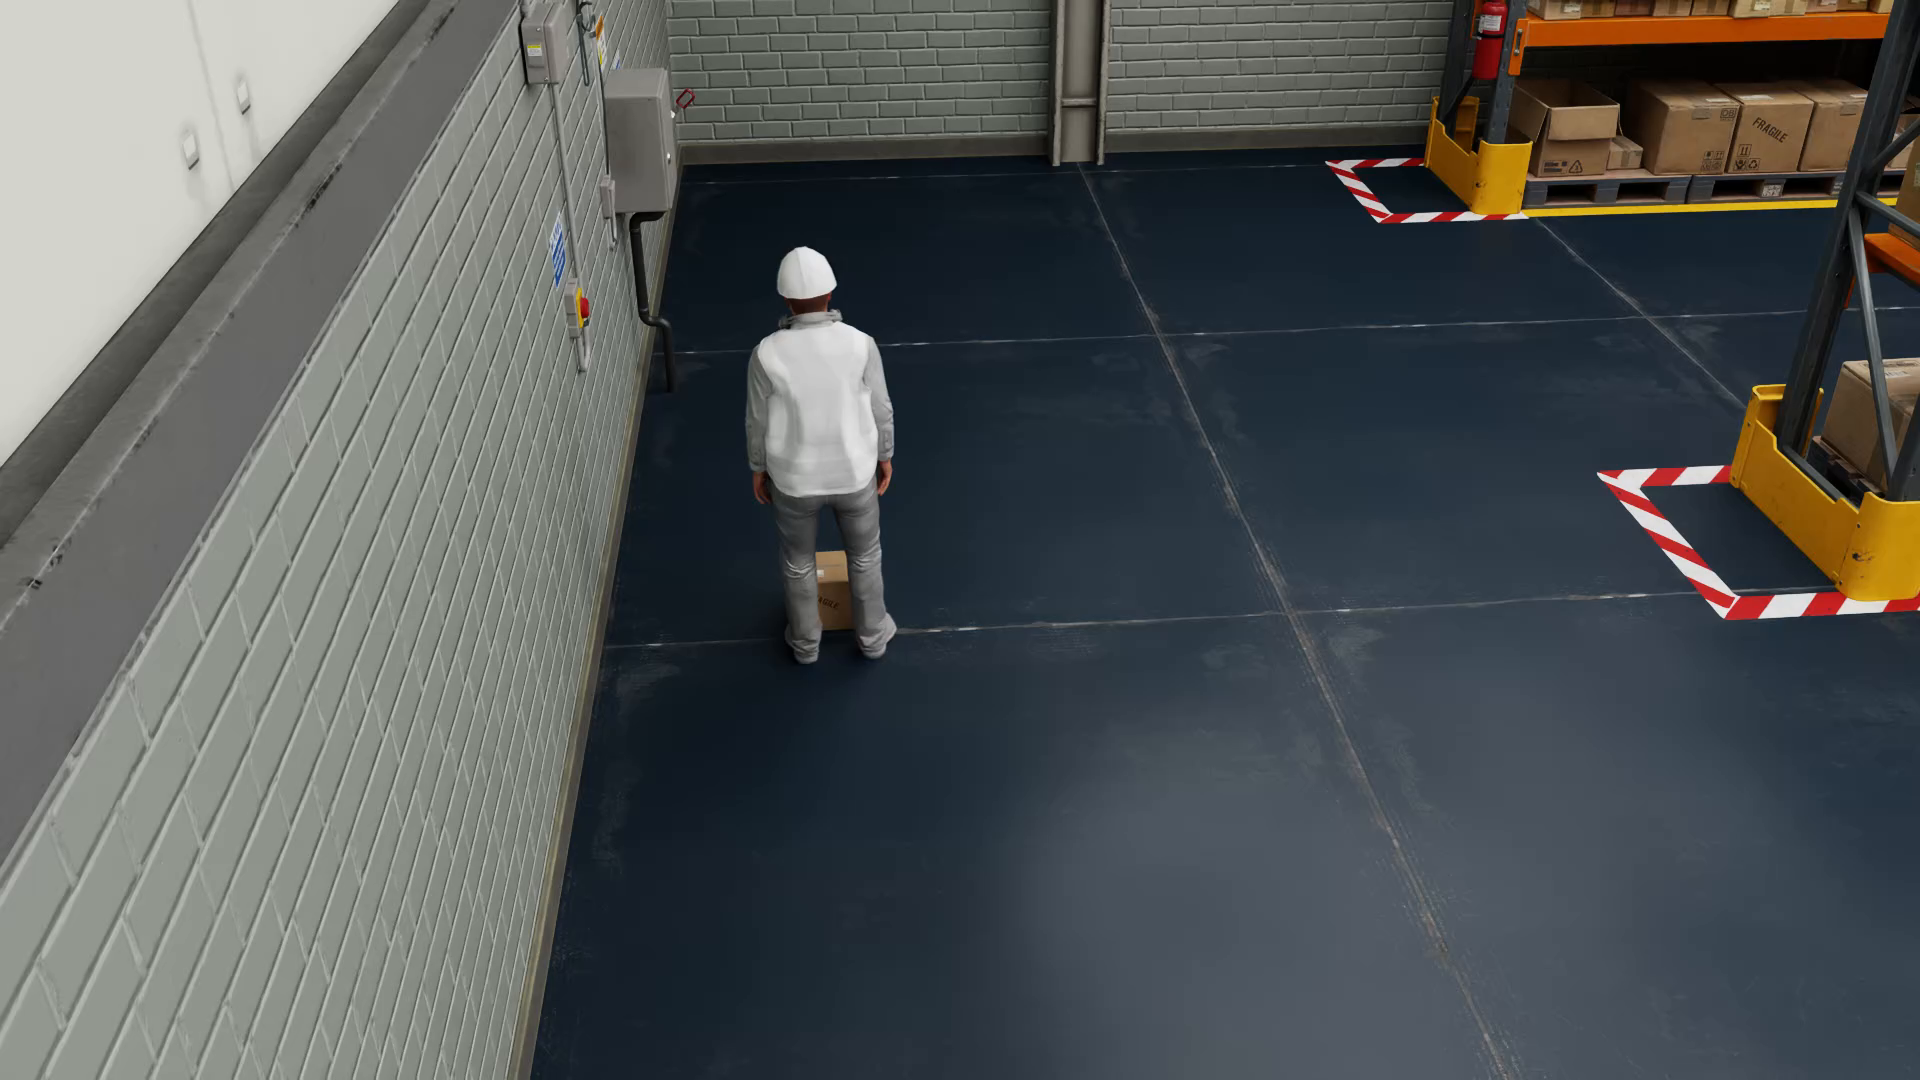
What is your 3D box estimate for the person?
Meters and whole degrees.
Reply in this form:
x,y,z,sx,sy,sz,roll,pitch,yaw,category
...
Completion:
x,y,z,sx,sy,sz,roll,pitch,yaw,category
-0.549,-0.296,6.603,0.583,1.769,0.464,-4,31,-7,person
